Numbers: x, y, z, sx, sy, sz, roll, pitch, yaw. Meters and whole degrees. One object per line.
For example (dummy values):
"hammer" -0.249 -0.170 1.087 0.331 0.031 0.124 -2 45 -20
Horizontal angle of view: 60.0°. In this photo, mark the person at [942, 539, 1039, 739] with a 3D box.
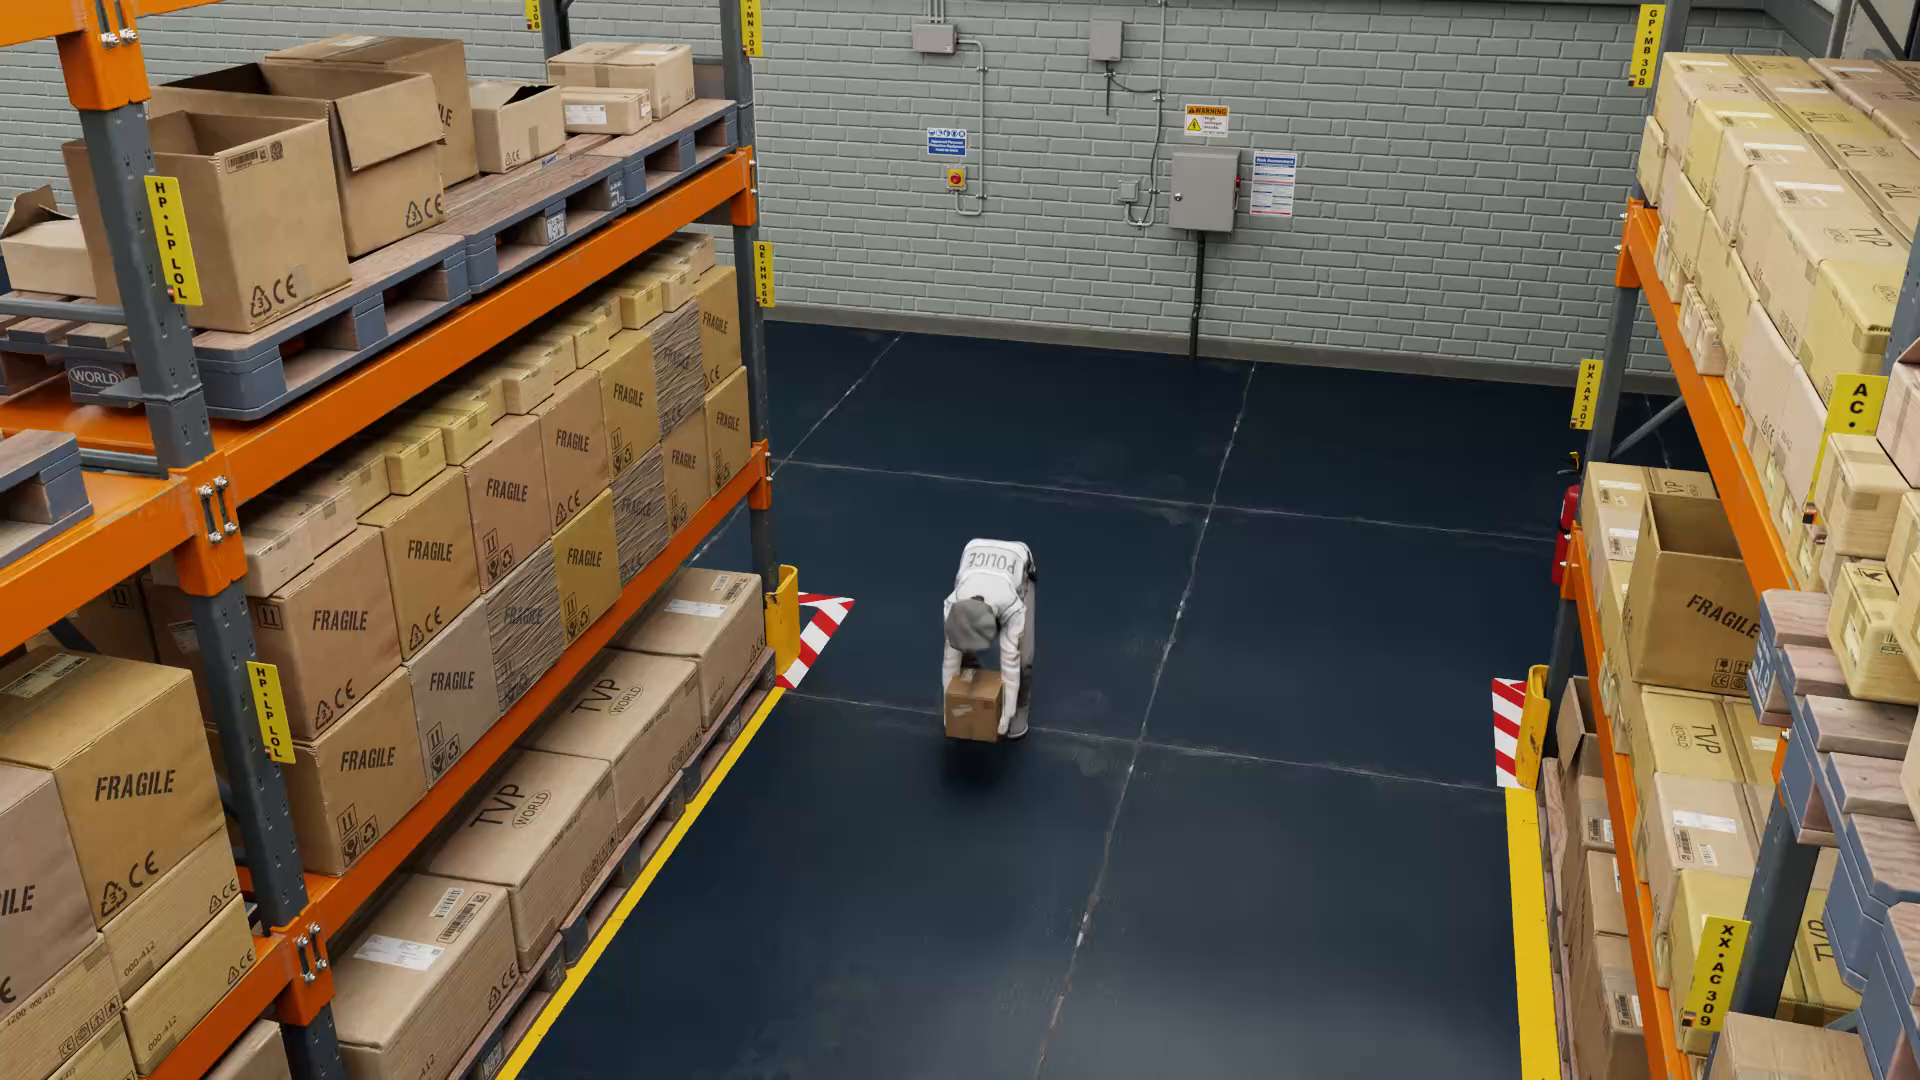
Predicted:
"person" 0.130 0.572 8.168 0.429 1.014 0.921 5 26 11
